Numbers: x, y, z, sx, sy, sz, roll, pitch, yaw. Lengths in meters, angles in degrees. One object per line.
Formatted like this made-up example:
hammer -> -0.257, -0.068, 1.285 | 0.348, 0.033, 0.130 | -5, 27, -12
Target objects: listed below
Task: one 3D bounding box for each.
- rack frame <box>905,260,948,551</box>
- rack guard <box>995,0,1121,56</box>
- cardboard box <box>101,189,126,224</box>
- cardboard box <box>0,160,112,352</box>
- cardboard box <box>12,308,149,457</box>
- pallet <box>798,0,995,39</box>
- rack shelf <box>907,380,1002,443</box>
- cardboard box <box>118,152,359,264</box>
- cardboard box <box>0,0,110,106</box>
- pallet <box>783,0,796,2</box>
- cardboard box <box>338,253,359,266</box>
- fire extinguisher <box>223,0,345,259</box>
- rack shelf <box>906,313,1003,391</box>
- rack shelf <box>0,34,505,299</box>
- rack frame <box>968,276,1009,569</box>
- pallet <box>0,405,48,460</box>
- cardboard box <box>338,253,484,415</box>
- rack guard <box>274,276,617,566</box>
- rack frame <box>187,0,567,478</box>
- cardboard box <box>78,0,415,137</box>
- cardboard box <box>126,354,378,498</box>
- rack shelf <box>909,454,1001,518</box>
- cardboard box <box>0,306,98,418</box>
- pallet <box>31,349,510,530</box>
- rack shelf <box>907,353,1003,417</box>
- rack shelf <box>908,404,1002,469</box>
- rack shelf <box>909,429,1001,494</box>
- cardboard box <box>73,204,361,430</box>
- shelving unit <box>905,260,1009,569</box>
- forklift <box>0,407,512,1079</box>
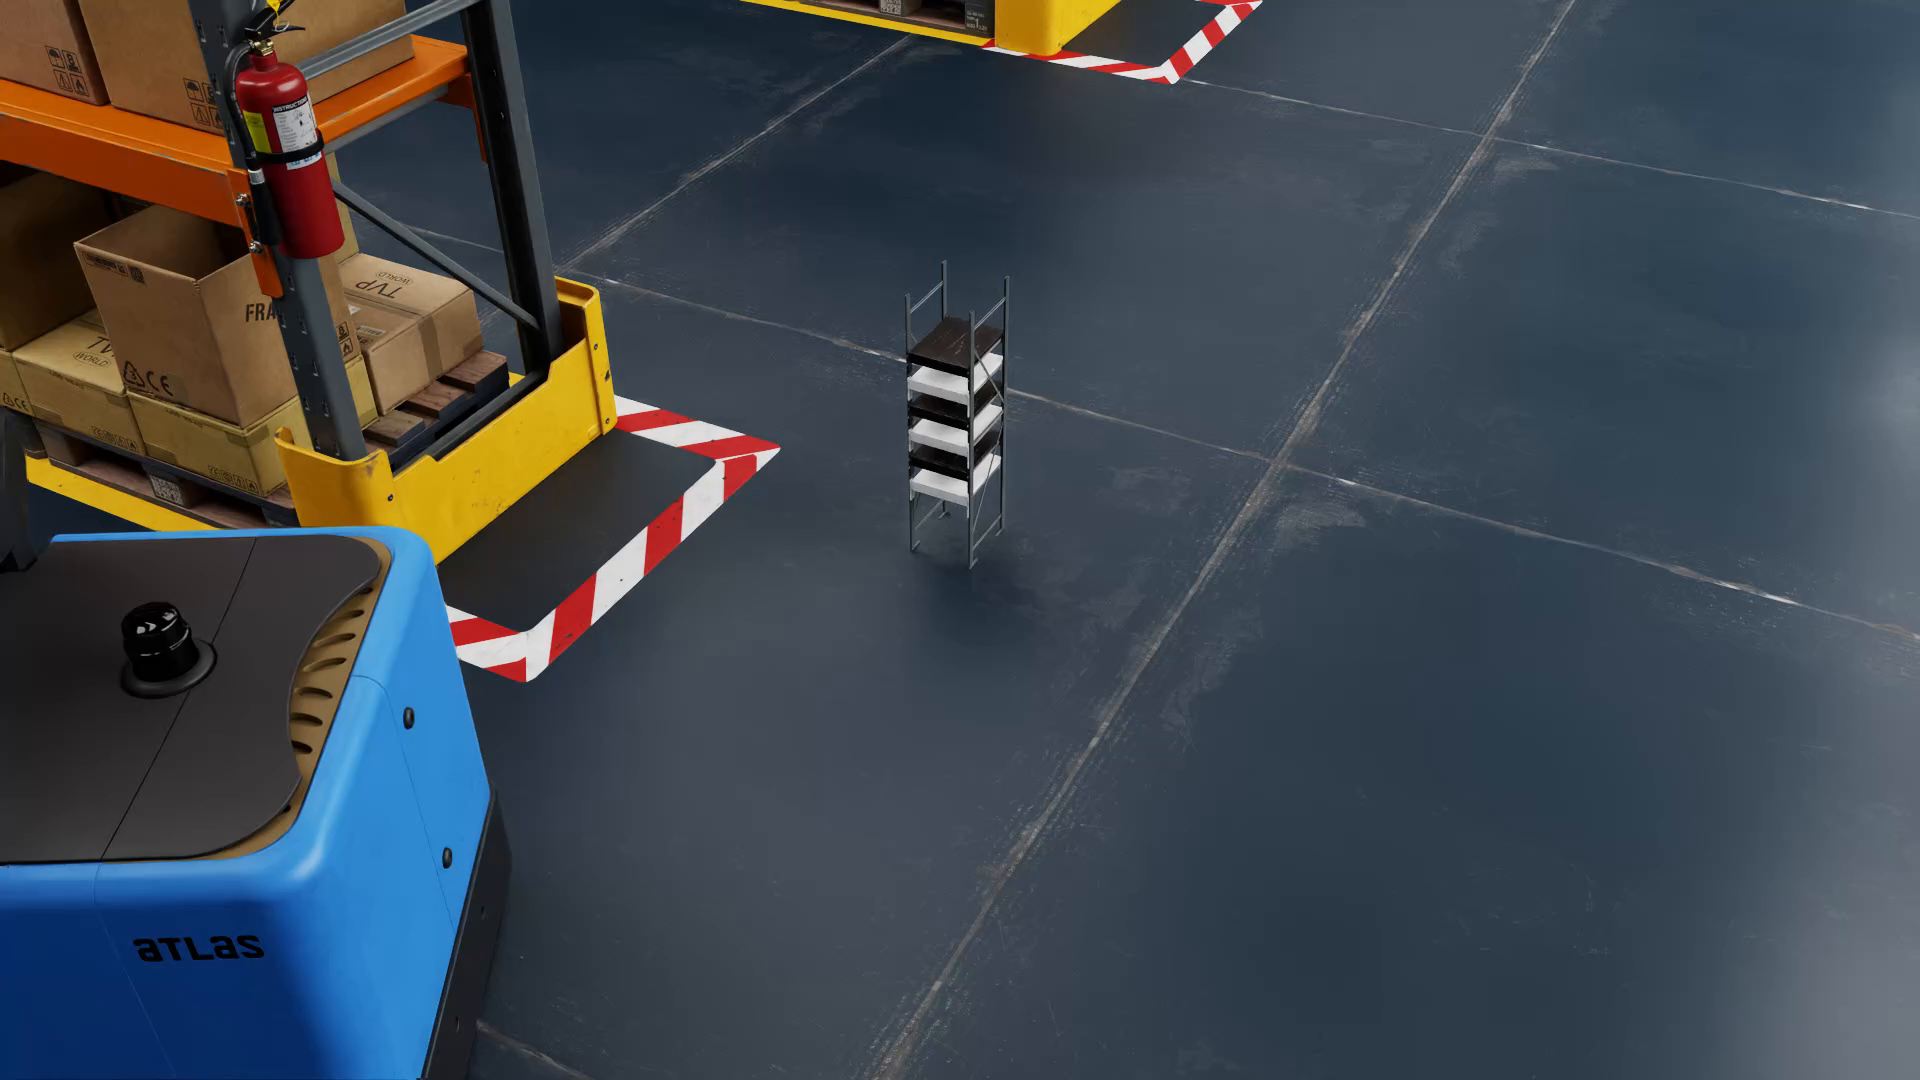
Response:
rack frame -> -0.097, -0.389, 5.018 | 0.006, 0.900, 0.240 | 17, 41, 21
rack guard -> 0.579, -3.022, 8.818 | 0.348, 0.500, 1.175 | 17, 41, 21
cardboard box -> -2.882, -1.273, 5.753 | 0.500, 0.500, 0.500 | 17, 41, 21
cardboard box -> -3.121, -0.994, 5.385 | 0.500, 0.500, 0.500 | 17, 41, 21
cardboard box -> -2.675, -0.559, 5.432 | 0.500, 0.250, 0.500 | 17, 41, 21
pallet -> -0.140, -3.136, 9.207 | 1.213, 0.211, 1.003 | 17, 41, 21
rack shelf -> -0.007, -0.406, 4.947 | 0.200, 0.077, 0.258 | 17, 41, 21
cardboard box -> -2.432, -1.141, 5.579 | 0.500, 0.500, 0.500 | 17, 41, 21
cardboard box -> -2.491, -1.684, 4.905 | 0.500, 0.500, 0.700 | 18, 41, 23
pallet -> -1.220, -3.476, 9.655 | 1.213, 0.211, 1.003 | 17, 41, 21
cardboard box -> -2.433, -0.841, 5.805 | 0.500, 0.250, 0.500 | 17, 41, 21
fire extinguisher -> -1.722, -1.051, 4.217 | 0.183, 0.674, 0.296 | 17, 41, 21
rack shelf -> -0.007, -0.549, 4.838 | 0.200, 0.077, 0.258 | 17, 41, 21
rack shelf -> -3.389, -1.633, 5.516 | 4.000, 0.370, 1.077 | 17, 41, 21
rack frame -> 0.083, -0.332, 4.944 | 0.006, 0.900, 0.240 | 17, 41, 21
pallet -> -3.391, -0.783, 6.107 | 1.213, 0.211, 1.003 | 17, 41, 21
cardboard box -> -1.987, -0.704, 5.624 | 0.500, 0.250, 0.500 | 17, 41, 21
rack guard -> -1.592, -0.362, 5.313 | 0.348, 0.500, 1.175 | 17, 41, 21
rack frame -> -1.614, -1.364, 4.566 | 0.127, 3.000, 1.000 | 17, 41, 21
cardboard box -> -2.022, -1.540, 4.716 | 0.500, 0.500, 0.700 | 17, 41, 22
cardboard box -> -2.226, -0.426, 5.258 | 0.500, 0.250, 0.500 | 17, 41, 21
rack shelf -> -0.007, -0.191, 5.110 | 0.200, 0.077, 0.258 | 17, 41, 21
cardboard box -> -3.120, -0.697, 5.614 | 0.500, 0.250, 0.500 | 17, 41, 21
pallet -> -2.312, -0.443, 5.659 | 1.213, 0.211, 1.003 | 17, 41, 21
rack shelf -> -0.007, -0.478, 4.892 | 0.200, 0.077, 0.258 | 17, 41, 21
rack shelf -> -0.007, -0.334, 5.001 | 0.200, 0.077, 0.258 | 17, 41, 21
rack shelf -> -0.007, -0.262, 5.055 | 0.200, 0.077, 0.258 | 17, 41, 21
cardboard box -> -2.227, -0.724, 5.029 | 0.500, 0.500, 0.500 | 17, 41, 21
shelving unit -> -0.007, -0.361, 4.981 | 0.210, 0.900, 0.258 | 17, 41, 21
forklift -> -2.594, -0.018, 2.849 | 3.031, 2.935, 1.130 | -2, 37, -2
